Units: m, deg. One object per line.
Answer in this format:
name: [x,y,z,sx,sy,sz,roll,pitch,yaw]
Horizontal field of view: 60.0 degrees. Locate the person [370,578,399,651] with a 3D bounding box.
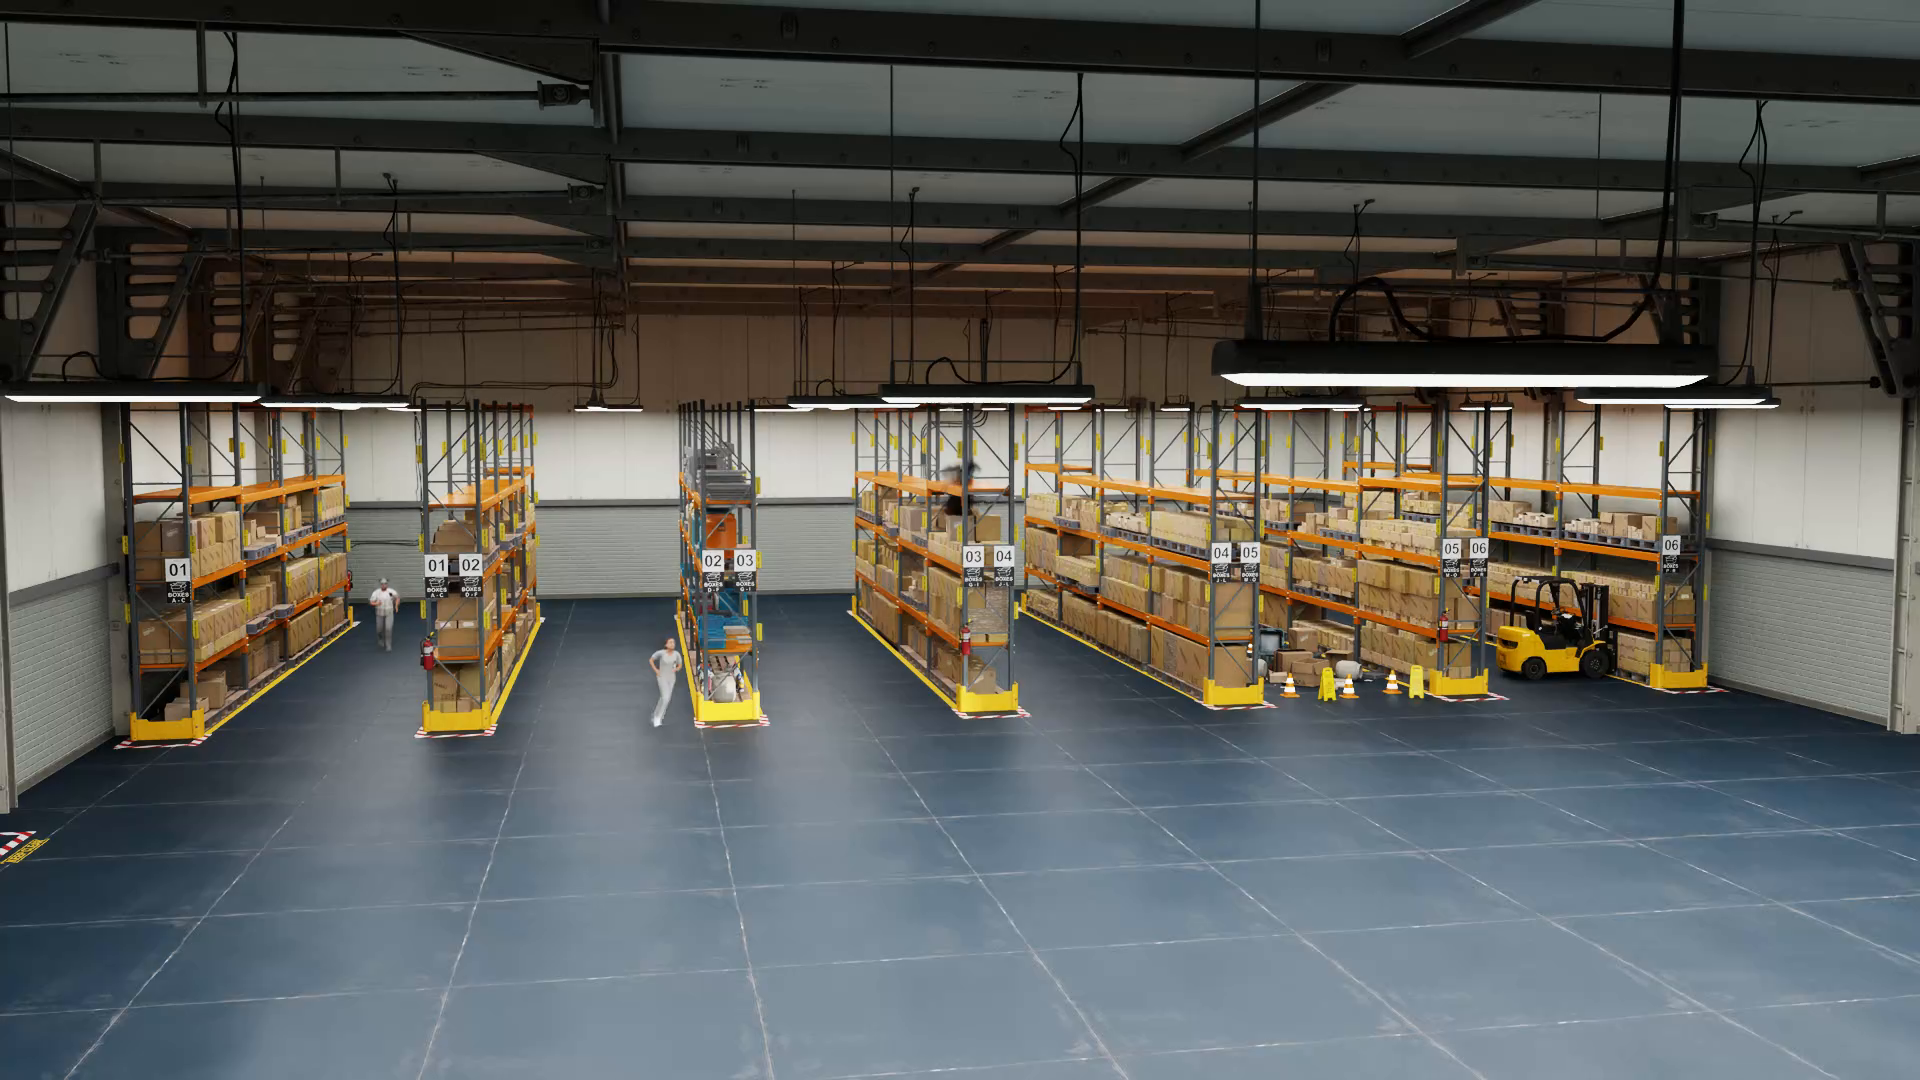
person: [-13.945,1.782,40.315,0.675,1.753,0.969,-1,5,-19]

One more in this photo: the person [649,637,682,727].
person: [-5.398,2.595,30.640,0.577,1.640,0.614,-3,5,-34]

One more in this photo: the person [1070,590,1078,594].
person: [3.511,1.148,49.305,0.765,1.741,0.634,-4,6,-41]

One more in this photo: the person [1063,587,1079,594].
person: [3.295,1.071,50.254,0.854,1.760,0.708,-1,5,-19]
